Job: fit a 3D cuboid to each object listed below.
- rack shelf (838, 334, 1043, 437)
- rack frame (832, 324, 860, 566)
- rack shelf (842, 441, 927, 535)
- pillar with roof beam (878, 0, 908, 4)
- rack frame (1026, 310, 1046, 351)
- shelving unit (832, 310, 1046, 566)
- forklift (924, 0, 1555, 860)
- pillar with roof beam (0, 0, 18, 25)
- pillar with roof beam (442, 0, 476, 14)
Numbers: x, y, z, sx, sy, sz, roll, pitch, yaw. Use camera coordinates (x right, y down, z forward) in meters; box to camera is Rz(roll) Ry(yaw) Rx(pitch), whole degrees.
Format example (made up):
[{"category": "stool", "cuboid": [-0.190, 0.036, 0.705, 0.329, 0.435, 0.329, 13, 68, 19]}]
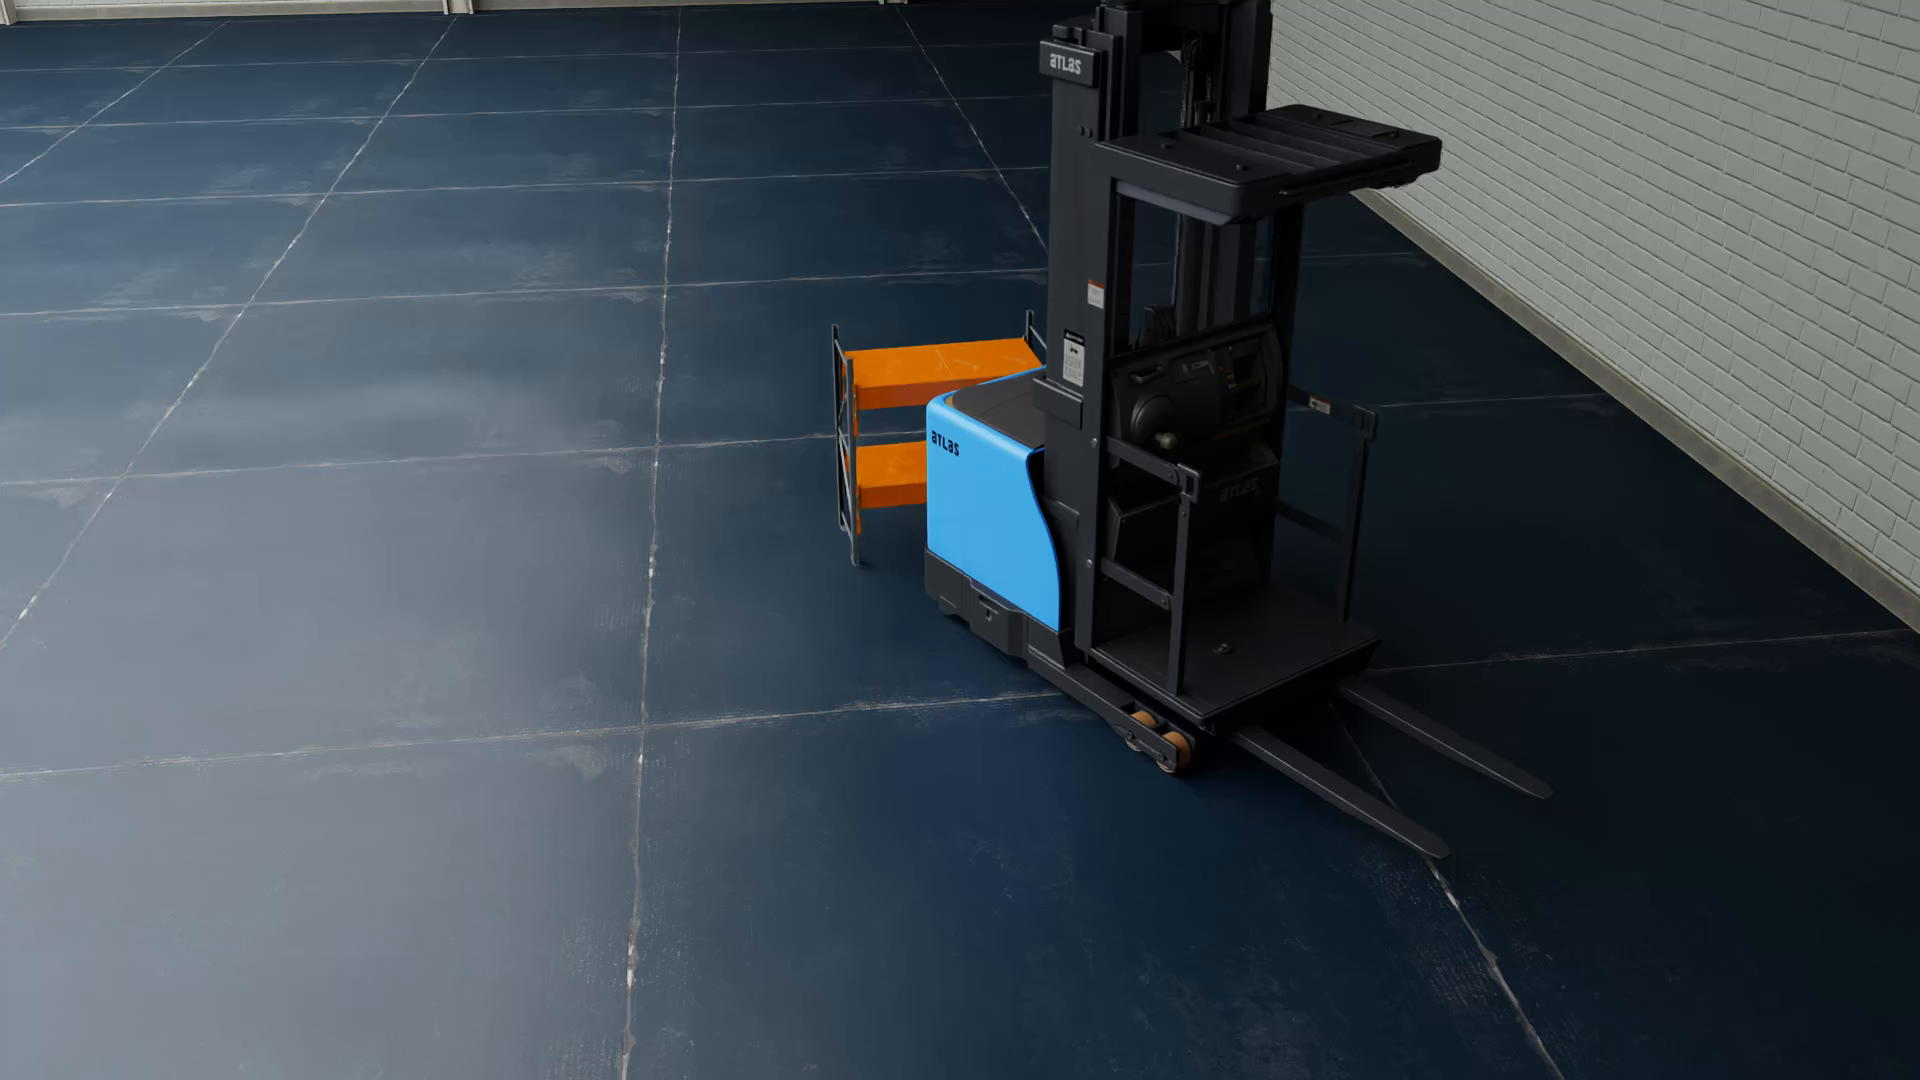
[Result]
[{"category": "rack shelf", "cuboid": [-0.085, -0.790, 8.416, 1.000, 0.278, 0.538, -6, 28, -11]}, {"category": "rack frame", "cuboid": [-0.581, -0.479, 8.452, 0.032, 1.125, 0.500, -6, 28, -11]}, {"category": "rack shelf", "cuboid": [-0.085, -0.312, 8.661, 1.000, 0.278, 0.538, -6, 28, -11]}, {"category": "pillar with roof beam", "cuboid": [-0.354, -9.724, 17.844, 0.400, 9.000, 9.100, -4, 27, -7]}, {"category": "rack frame", "cuboid": [0.412, -0.579, 8.646, 0.032, 1.125, 0.500, -6, 28, -11]}, {"category": "shelving unit", "cuboid": [-0.085, -0.529, 8.549, 1.048, 1.125, 0.538, -6, 28, -11]}, {"category": "forklift", "cuboid": [1.110, -0.597, 6.703, 1.130, 2.935, 3.031, -19, 33, -32]}, {"category": "pillar with roof beam", "cuboid": [-12.237, -8.961, 16.357, 0.400, 9.000, 9.100, -4, 27, -7]}, {"category": "pillar with roof beam", "cuboid": [-6.296, -9.343, 17.101, 0.400, 9.000, 9.100, -4, 27, -7]}]
